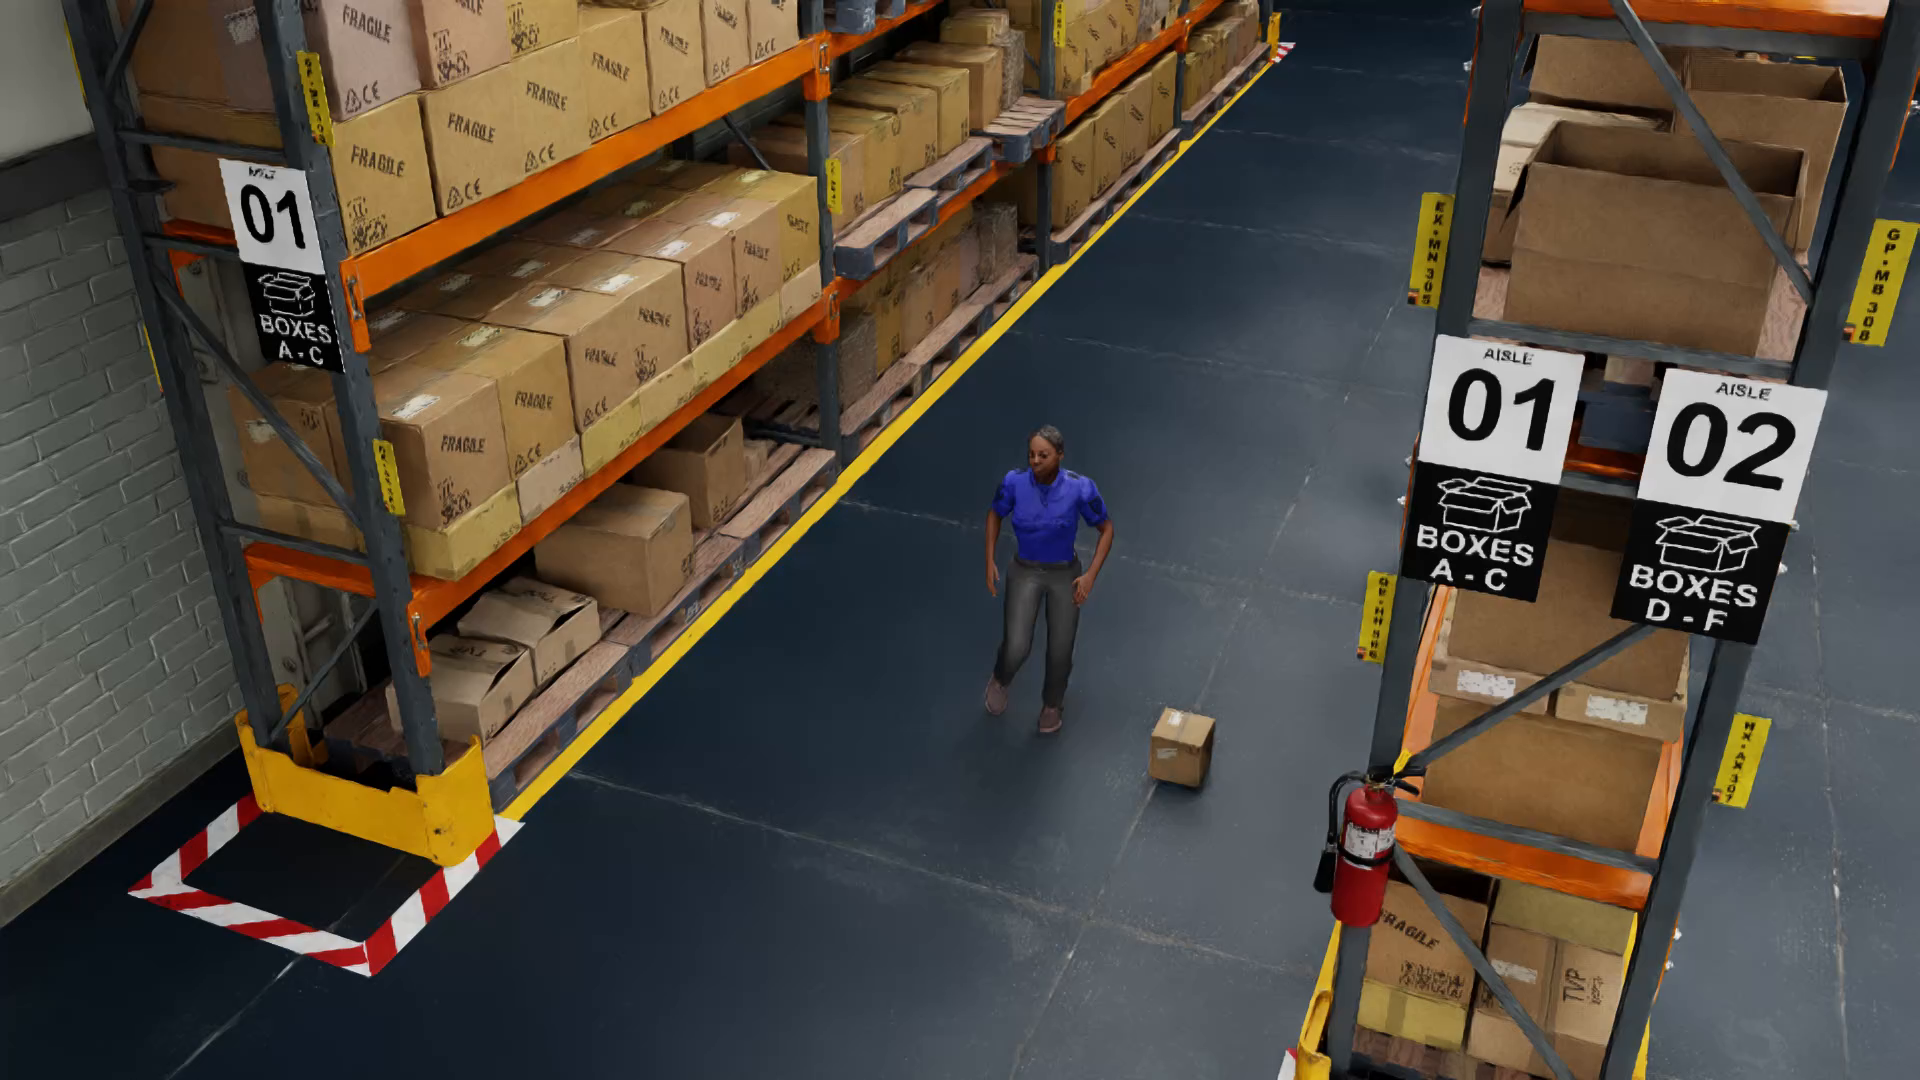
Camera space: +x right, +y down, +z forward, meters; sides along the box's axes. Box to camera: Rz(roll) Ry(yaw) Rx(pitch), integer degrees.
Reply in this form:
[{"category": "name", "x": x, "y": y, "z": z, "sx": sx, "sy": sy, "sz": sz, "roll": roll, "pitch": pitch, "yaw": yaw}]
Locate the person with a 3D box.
[{"category": "person", "x": 0.426, "y": 0.216, "z": 8.063, "sx": 0.621, "sy": 1.626, "sz": 0.472, "roll": 1, "pitch": 30, "yaw": 2}]
